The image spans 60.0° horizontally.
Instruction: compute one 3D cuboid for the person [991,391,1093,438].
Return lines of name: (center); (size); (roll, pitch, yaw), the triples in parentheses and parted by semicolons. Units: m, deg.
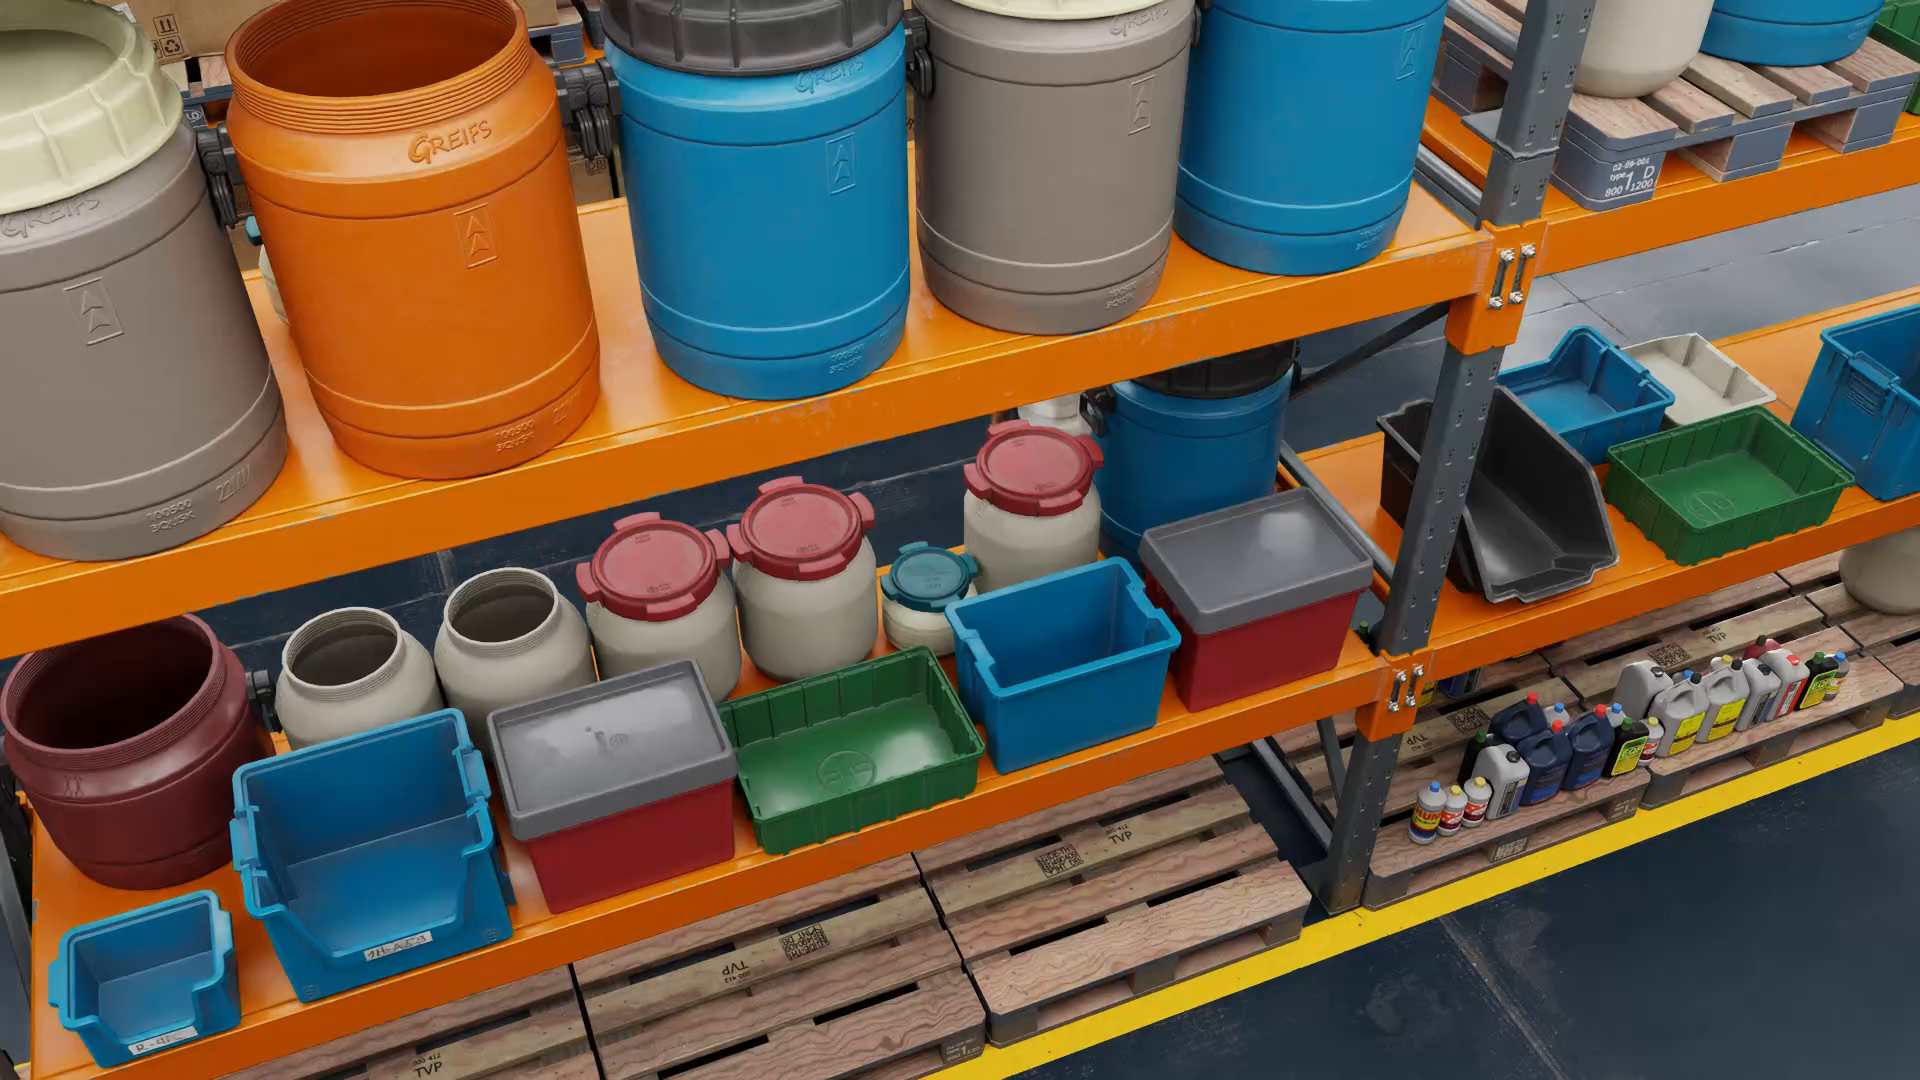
person: (0.395, -0.511, 6.731); (0.572, 1.749, 0.441); (-17, 44, -18)
